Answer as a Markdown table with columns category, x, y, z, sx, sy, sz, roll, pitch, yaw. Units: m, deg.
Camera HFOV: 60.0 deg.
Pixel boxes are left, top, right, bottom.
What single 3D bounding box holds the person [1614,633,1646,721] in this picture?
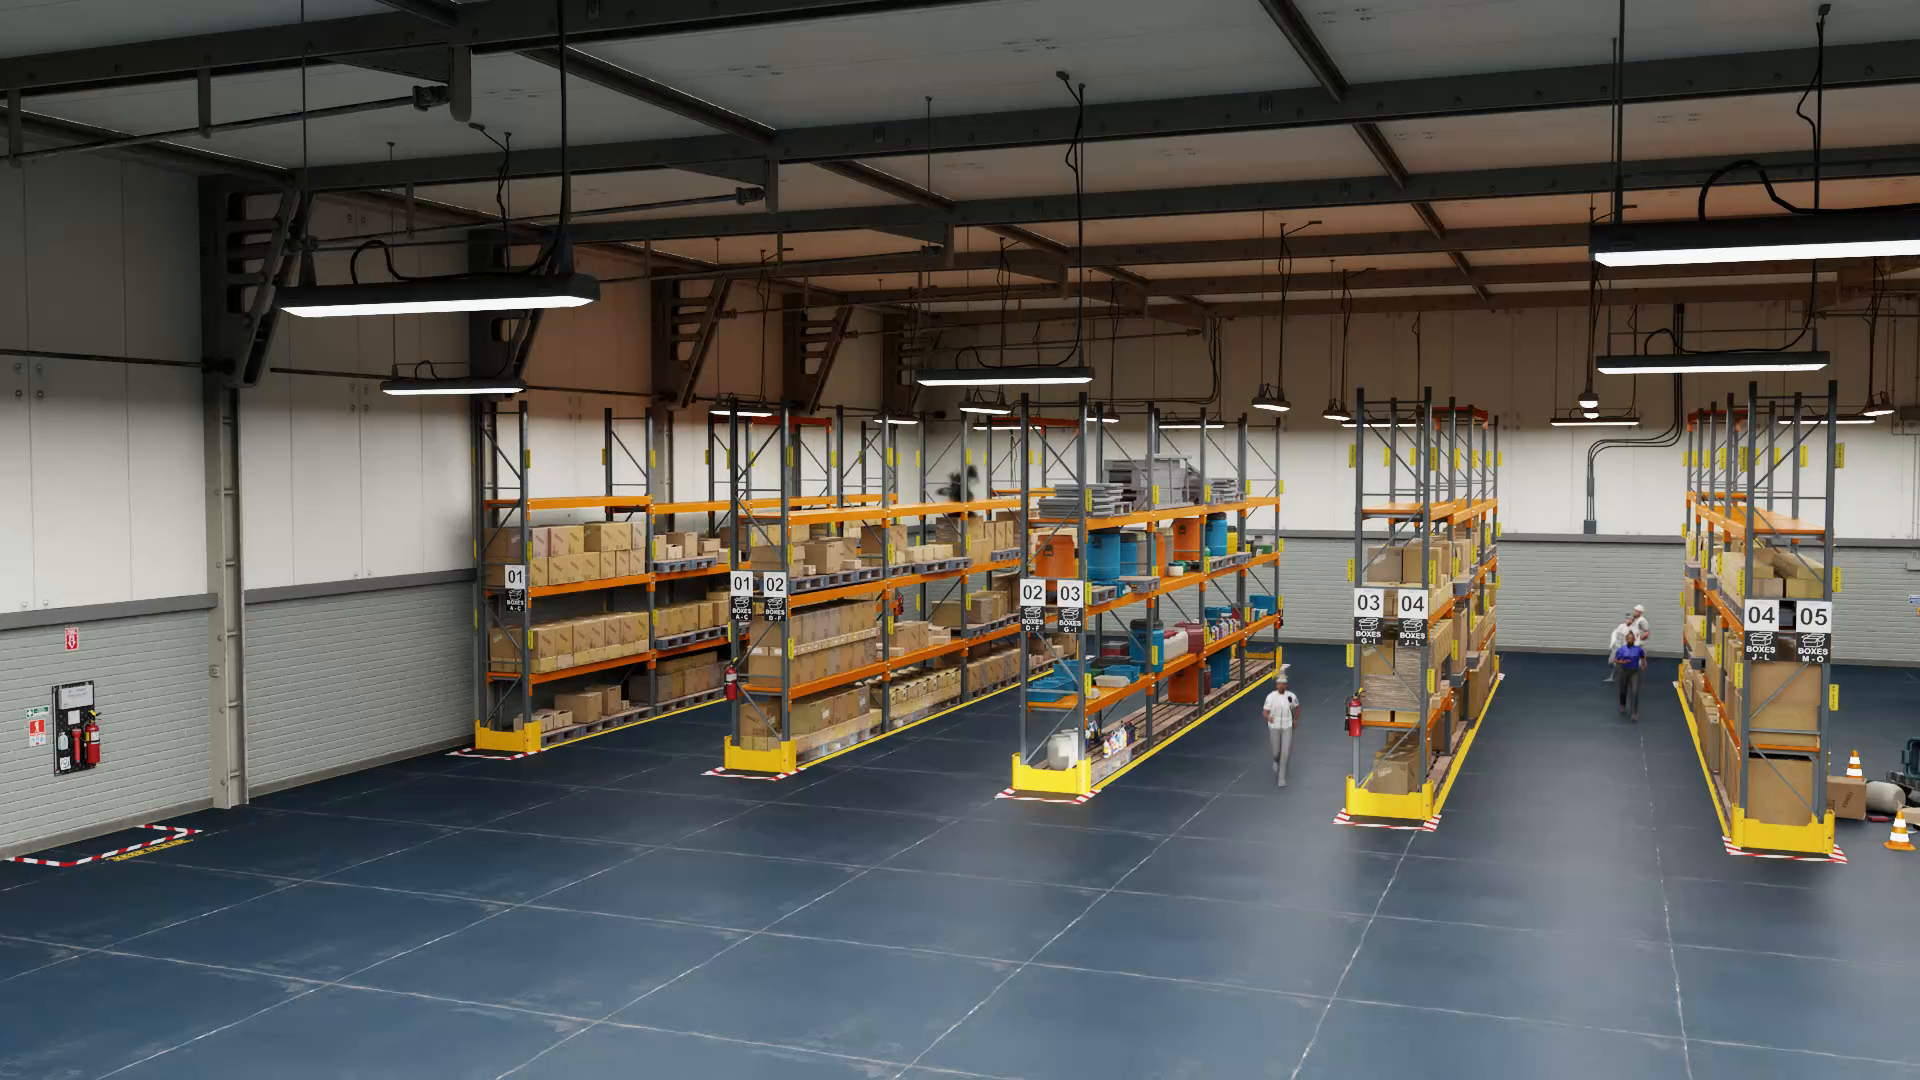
| category | x | y | z | sx | sy | sz | roll | pitch | yaw |
| --- | --- | --- | --- | --- | --- | --- | --- | --- | --- |
| person | 12.896 | 2.599 | 32.001 | 0.586 | 1.632 | 0.938 | 1 | 3 | 19 |

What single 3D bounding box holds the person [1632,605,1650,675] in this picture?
| category | x | y | z | sx | sy | sz | roll | pitch | yaw |
| --- | --- | --- | --- | --- | --- | --- | --- | --- | --- |
| person | 15.313 | 2.324 | 37.550 | 0.575 | 1.727 | 0.705 | 0 | 3 | -4 |

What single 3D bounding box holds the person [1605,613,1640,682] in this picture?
| category | x | y | z | sx | sy | sz | roll | pitch | yaw |
| --- | --- | --- | --- | --- | --- | --- | --- | --- | --- |
| person | 14.775 | 2.403 | 37.103 | 0.795 | 1.580 | 0.552 | 3 | 4 | 45 |

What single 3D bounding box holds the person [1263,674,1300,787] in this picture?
| category | x | y | z | sx | sy | sz | roll | pitch | yaw |
| --- | --- | --- | --- | --- | --- | --- | --- | --- | --- |
| person | 4.972 | 2.915 | 25.718 | 0.579 | 1.687 | 0.851 | 0 | 3 | 9 |
